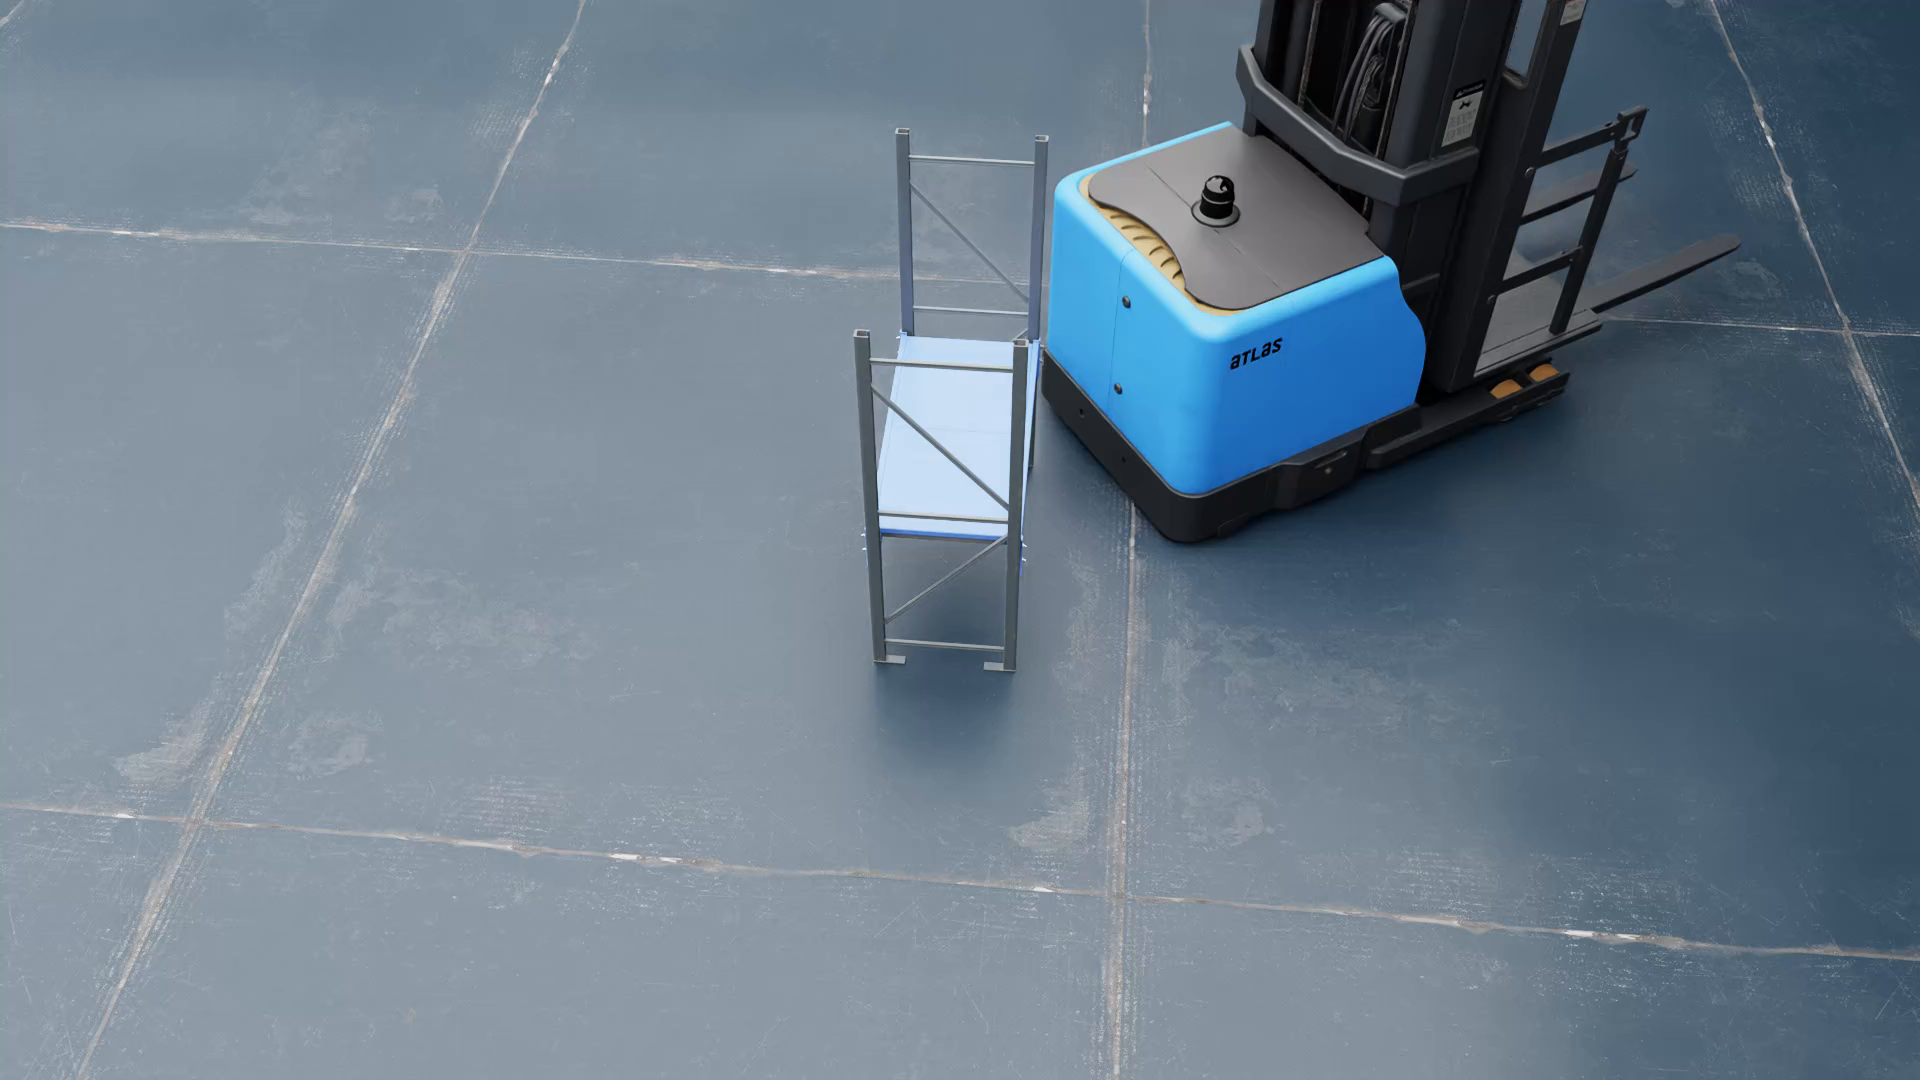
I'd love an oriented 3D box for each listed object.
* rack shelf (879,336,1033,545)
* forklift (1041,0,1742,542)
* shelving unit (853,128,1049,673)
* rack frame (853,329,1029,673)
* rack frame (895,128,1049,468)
[{"bbox_3d":[-0.008,-0.355,5.736,0.459,0.062,0.952,4,48,4],"label":"rack shelf"},{"bbox_3d":[1.866,-1.786,5.897,3.031,2.935,1.130,-22,51,-19],"label":"forklift"},{"bbox_3d":[-0.008,-0.443,5.639,0.500,1.500,1.048,4,48,4],"label":"shelving unit"},{"bbox_3d":[-0.054,-0.070,5.298,0.500,1.500,0.032,4,48,4],"label":"rack frame"},{"bbox_3d":[0.039,-0.817,5.981,0.500,1.500,0.032,4,48,4],"label":"rack frame"}]
